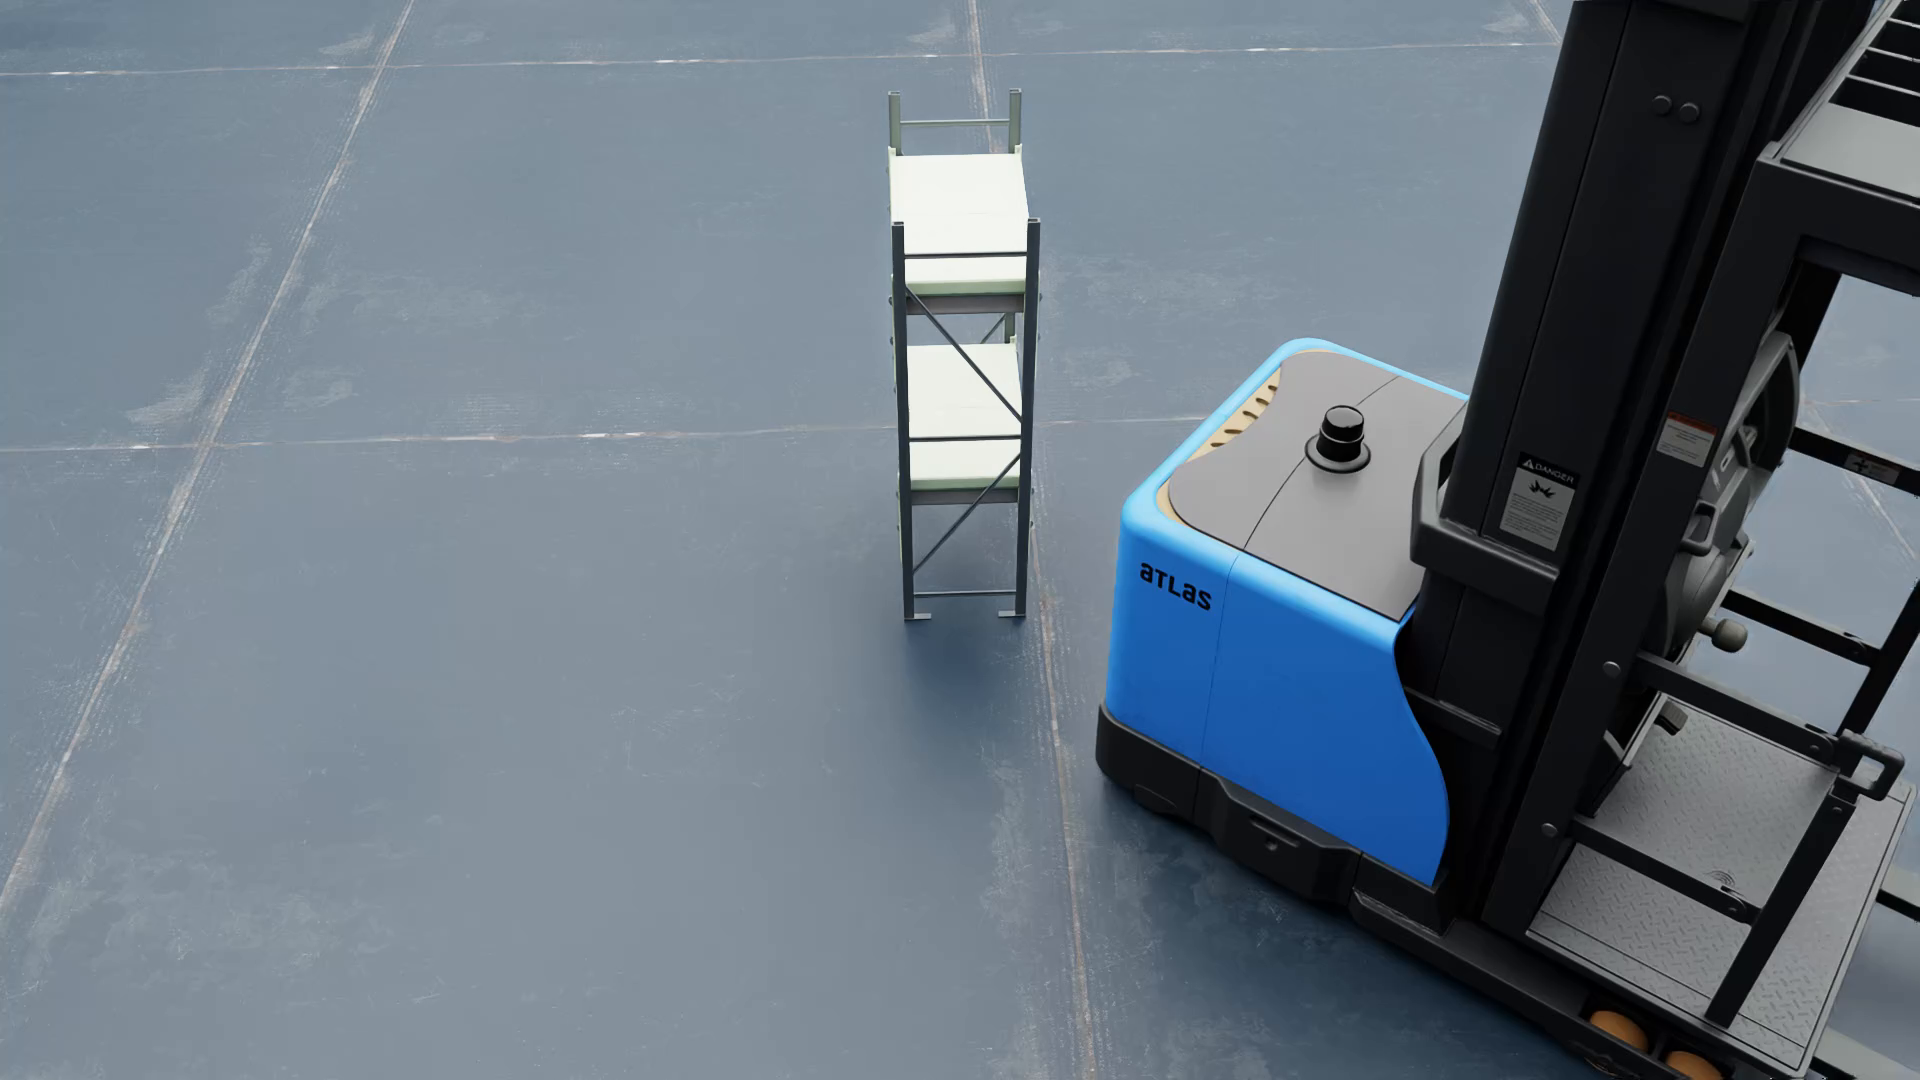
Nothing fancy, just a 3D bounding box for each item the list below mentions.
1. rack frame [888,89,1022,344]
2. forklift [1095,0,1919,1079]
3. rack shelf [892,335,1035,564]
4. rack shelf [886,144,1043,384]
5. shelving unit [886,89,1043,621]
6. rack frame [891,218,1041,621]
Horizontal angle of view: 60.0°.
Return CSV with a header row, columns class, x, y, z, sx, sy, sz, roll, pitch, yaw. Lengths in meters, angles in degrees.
class,x,y,z,sx,sy,sz,roll,pitch,yaw
rack frame,-0.015,-0.795,5.508,0.400,1.500,0.023,-2,43,-2
forklift,1.889,-0.047,3.632,3.031,2.935,1.130,26,49,26
rack shelf,0.000,-0.308,5.459,0.431,0.370,0.720,-2,43,-2
rack shelf,0.000,-0.836,4.975,0.431,0.370,0.720,-2,43,-2
shelving unit,0.000,-0.548,5.238,0.431,1.500,0.755,-2,43,-2
rack frame,0.016,-0.301,4.969,0.400,1.500,0.023,-2,43,-2
